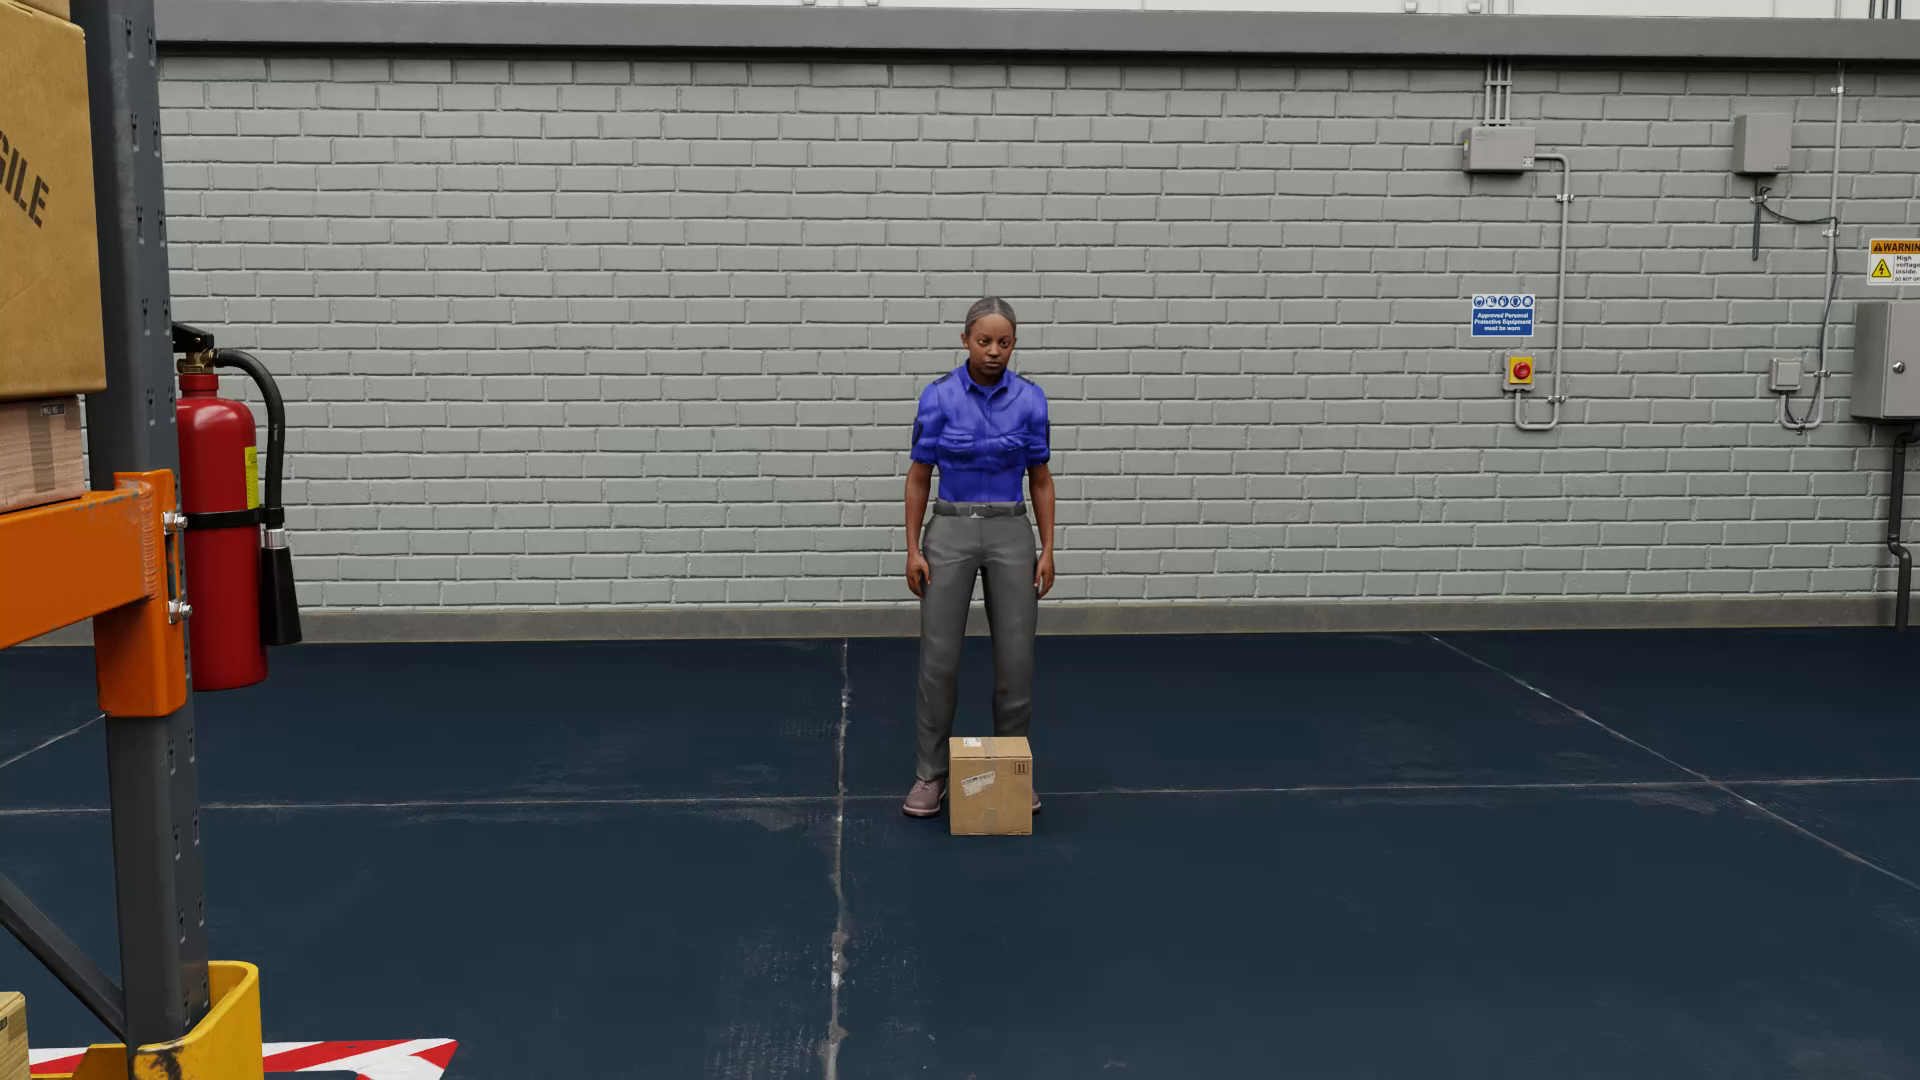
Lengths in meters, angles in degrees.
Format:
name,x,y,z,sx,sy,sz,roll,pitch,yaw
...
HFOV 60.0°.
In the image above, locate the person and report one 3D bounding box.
name,x,y,z,sx,sy,sz,roll,pitch,yaw
person,0.061,0.048,5.384,0.509,1.654,0.348,-1,7,-6
